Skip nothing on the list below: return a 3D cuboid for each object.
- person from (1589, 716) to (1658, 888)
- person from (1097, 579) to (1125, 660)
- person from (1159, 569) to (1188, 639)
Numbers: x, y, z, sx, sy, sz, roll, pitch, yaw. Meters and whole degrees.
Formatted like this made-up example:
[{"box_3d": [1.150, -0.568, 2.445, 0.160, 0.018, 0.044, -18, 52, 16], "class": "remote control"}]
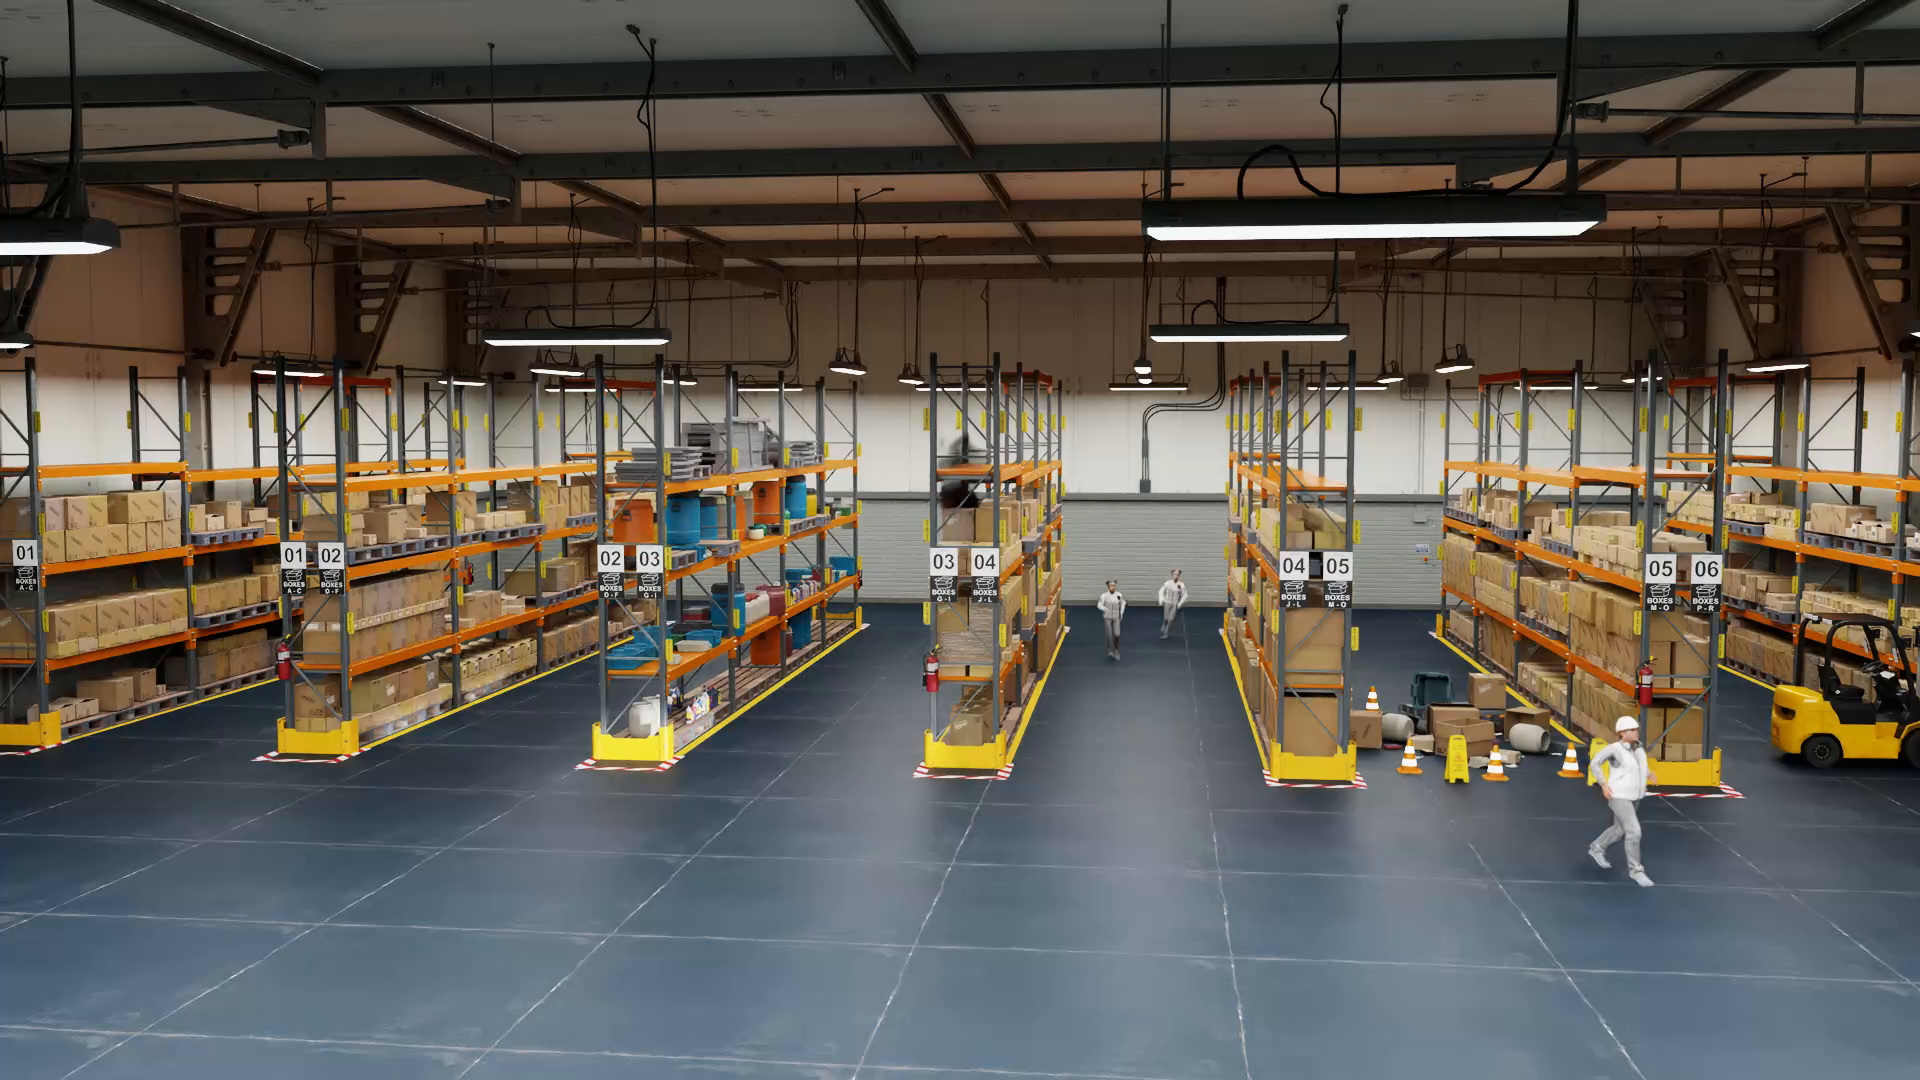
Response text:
[{"box_3d": [7.291, 2.819, 18.254, 0.653, 1.792, 0.879, -3, 5, -35], "class": "person"}, {"box_3d": [3.208, 1.687, 35.181, 0.606, 1.726, 0.683, 0, 4, 2], "class": "person"}, {"box_3d": [4.934, 1.474, 38.443, 0.658, 1.616, 0.515, 1, 4, 9], "class": "person"}]
